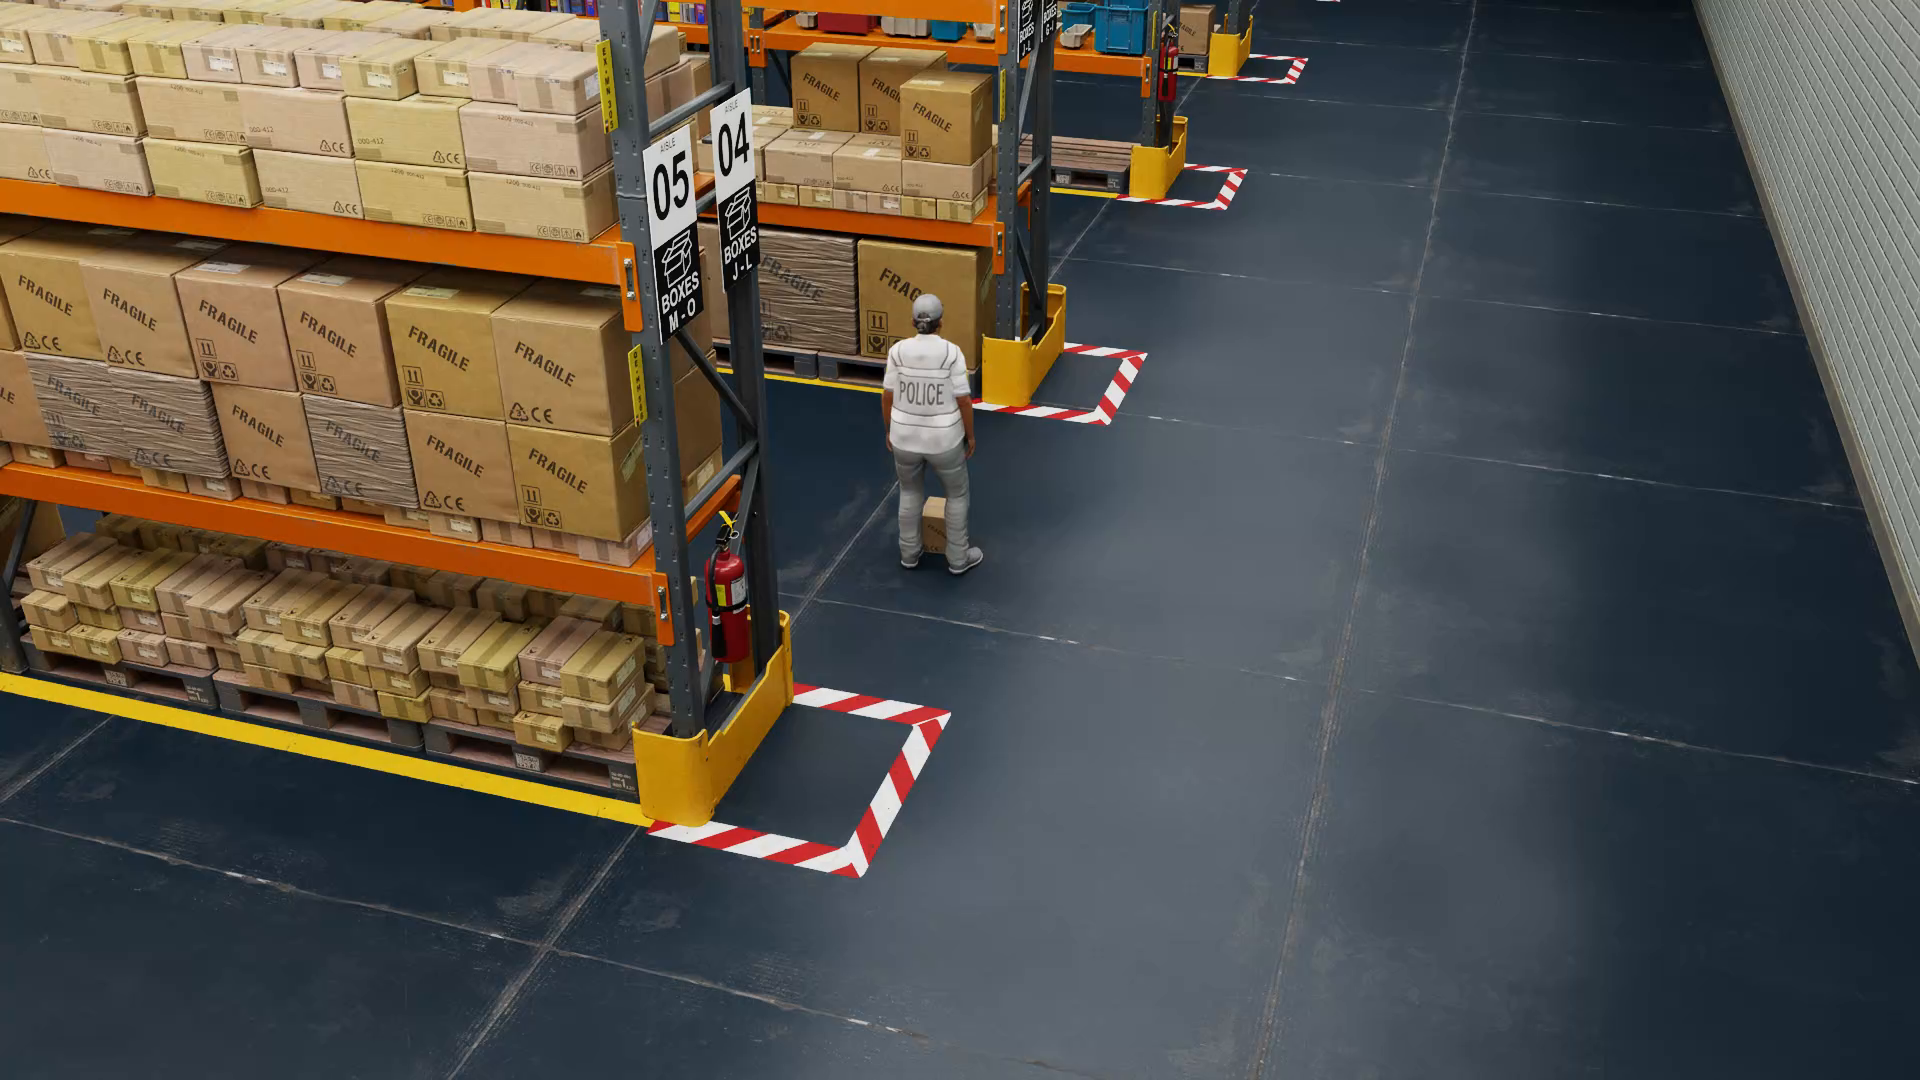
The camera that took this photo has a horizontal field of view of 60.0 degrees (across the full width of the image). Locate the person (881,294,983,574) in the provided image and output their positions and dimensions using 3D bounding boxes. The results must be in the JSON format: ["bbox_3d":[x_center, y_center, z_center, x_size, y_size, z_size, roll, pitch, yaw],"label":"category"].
[{"bbox_3d":[-0.158,-0.597,9.554,0.563,1.666,0.469,7,30,12],"label":"person"}]
